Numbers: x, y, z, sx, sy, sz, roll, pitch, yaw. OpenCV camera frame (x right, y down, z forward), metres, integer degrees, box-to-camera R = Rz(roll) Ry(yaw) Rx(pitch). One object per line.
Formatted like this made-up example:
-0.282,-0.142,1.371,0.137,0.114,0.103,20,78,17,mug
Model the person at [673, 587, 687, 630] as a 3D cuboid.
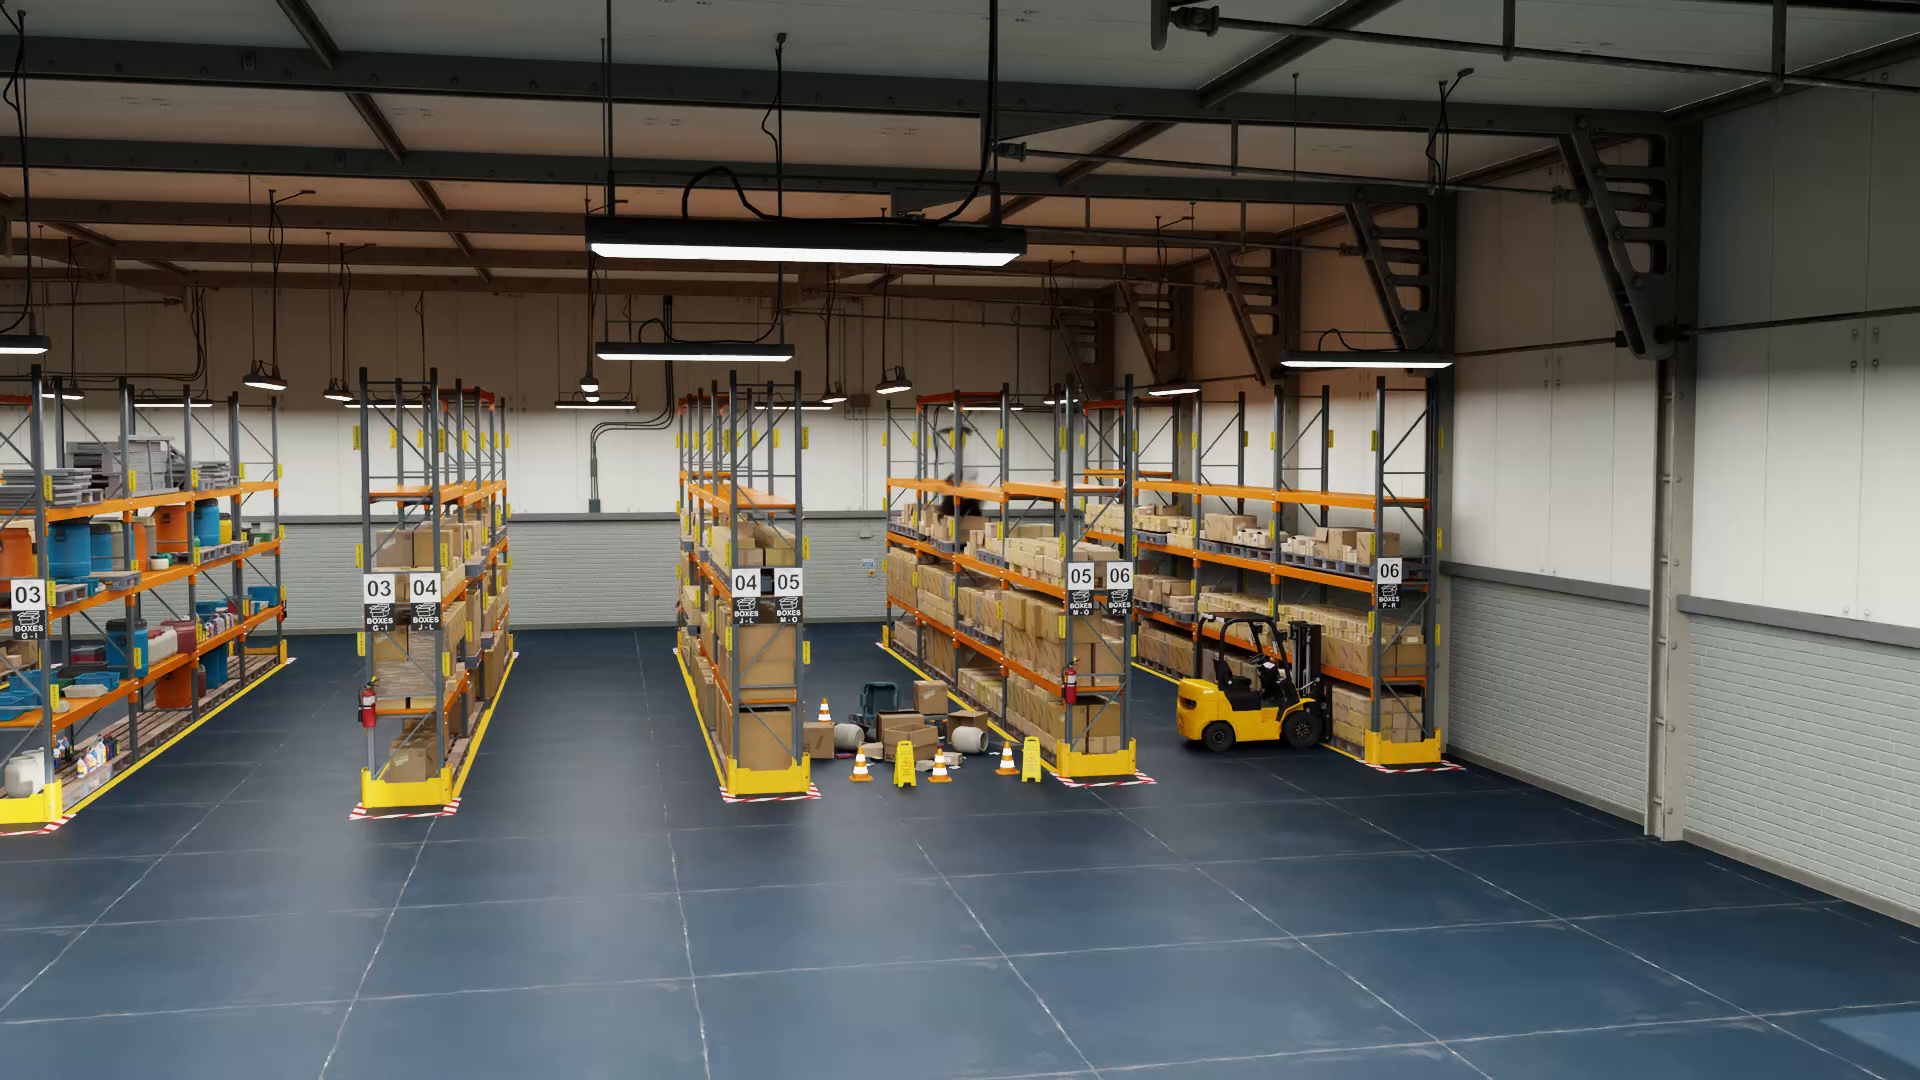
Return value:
-6.642,1.765,40.635,0.710,1.654,0.678,2,4,35,person
